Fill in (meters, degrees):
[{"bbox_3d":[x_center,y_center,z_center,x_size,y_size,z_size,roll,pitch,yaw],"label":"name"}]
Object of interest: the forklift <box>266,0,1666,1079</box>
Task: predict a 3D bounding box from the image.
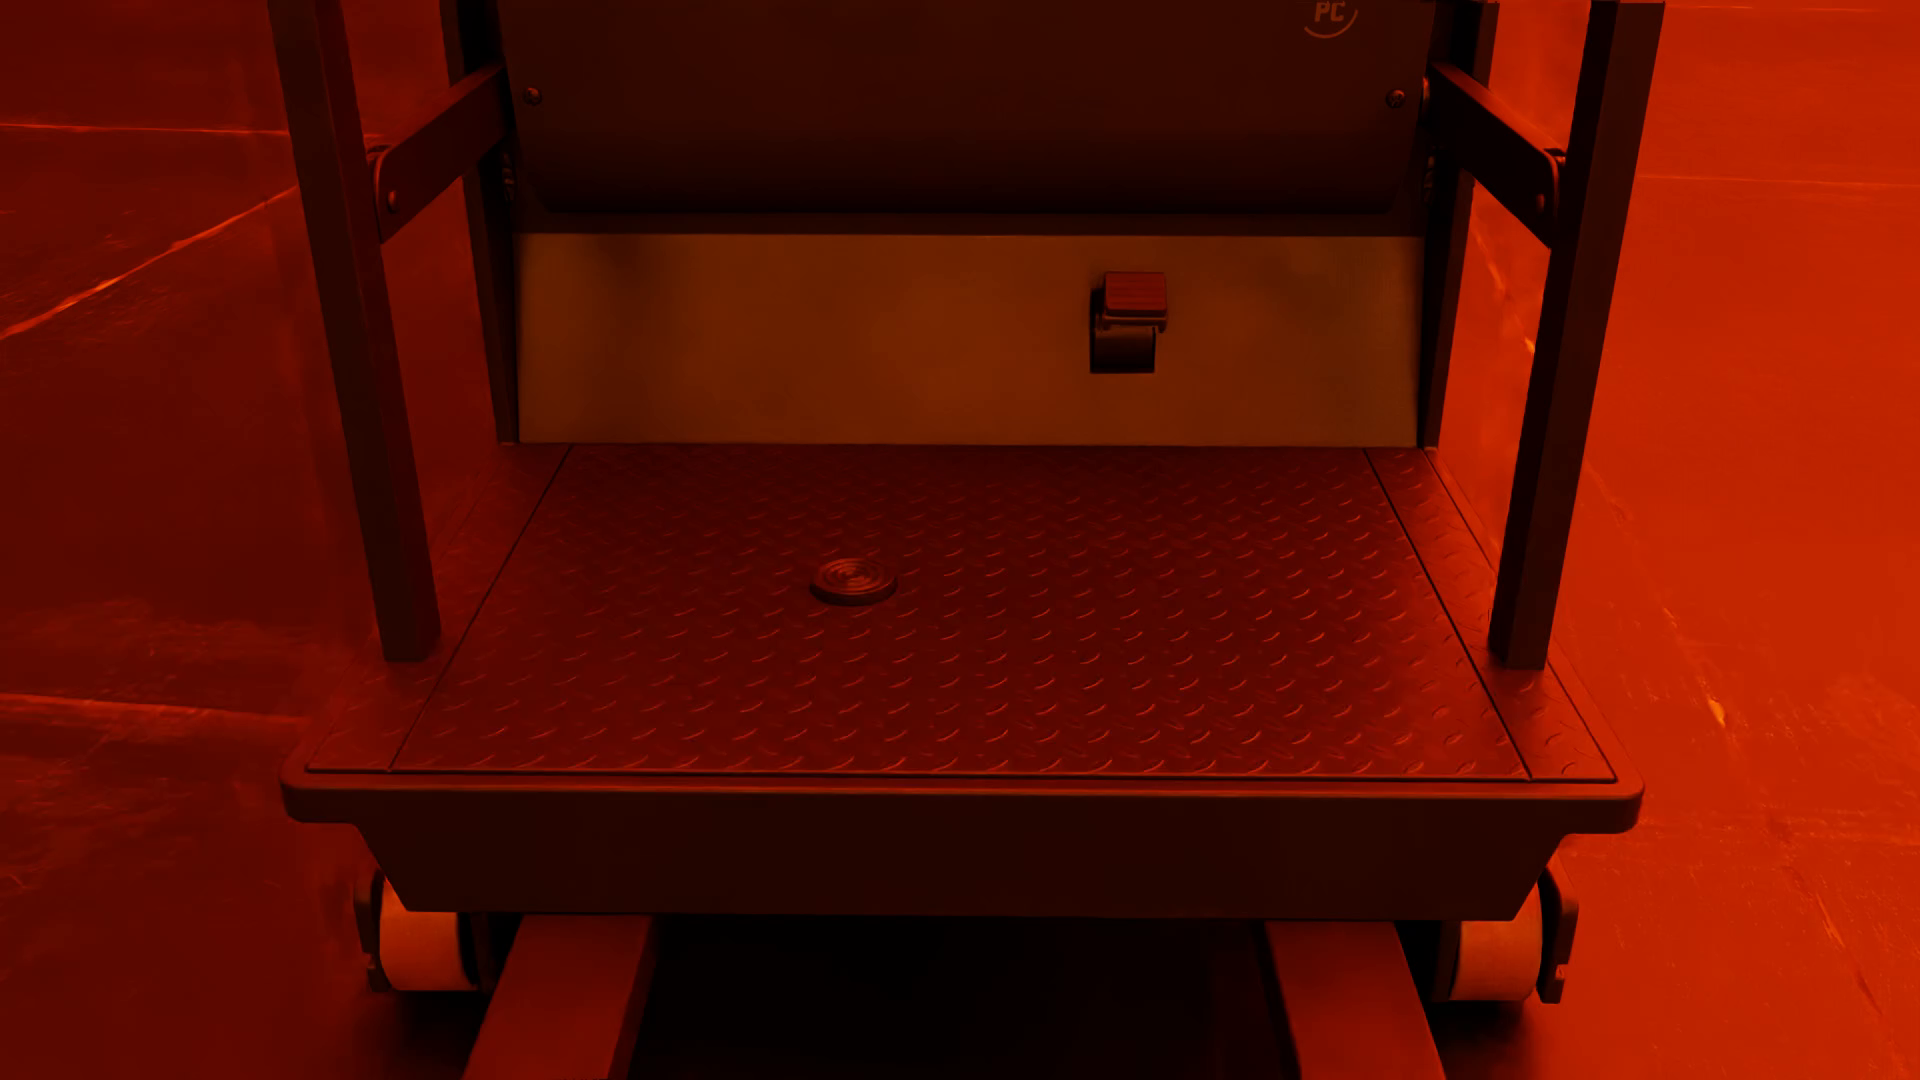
[{"bbox_3d":[0.005,-1.007,1.236,1.130,2.935,3.031,0,27,1],"label":"forklift"}]
